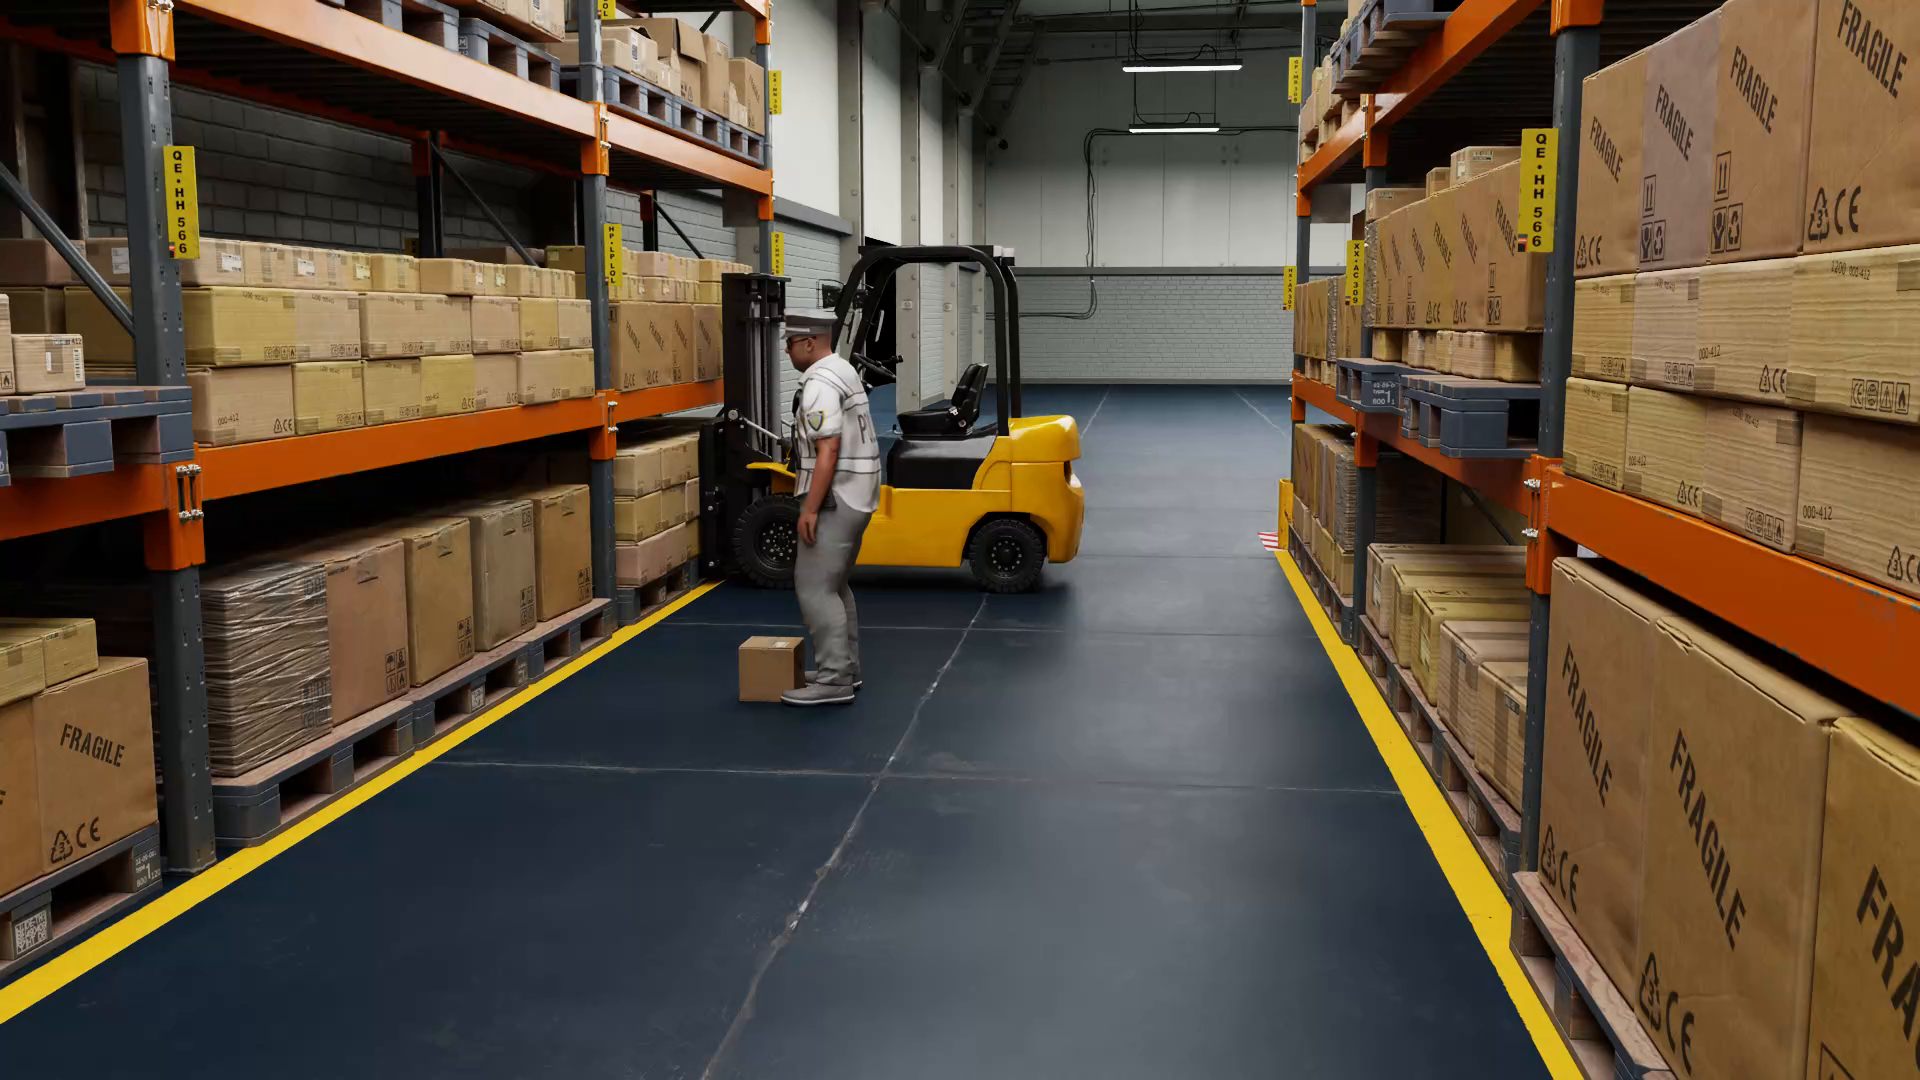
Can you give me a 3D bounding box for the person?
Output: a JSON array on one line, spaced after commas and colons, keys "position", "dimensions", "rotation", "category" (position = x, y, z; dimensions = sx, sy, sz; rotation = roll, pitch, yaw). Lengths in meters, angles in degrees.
[{"position": [-0.578, -0.155, 7.435], "dimensions": [0.439, 1.748, 0.586], "rotation": [1, 8, 6], "category": "person"}]
